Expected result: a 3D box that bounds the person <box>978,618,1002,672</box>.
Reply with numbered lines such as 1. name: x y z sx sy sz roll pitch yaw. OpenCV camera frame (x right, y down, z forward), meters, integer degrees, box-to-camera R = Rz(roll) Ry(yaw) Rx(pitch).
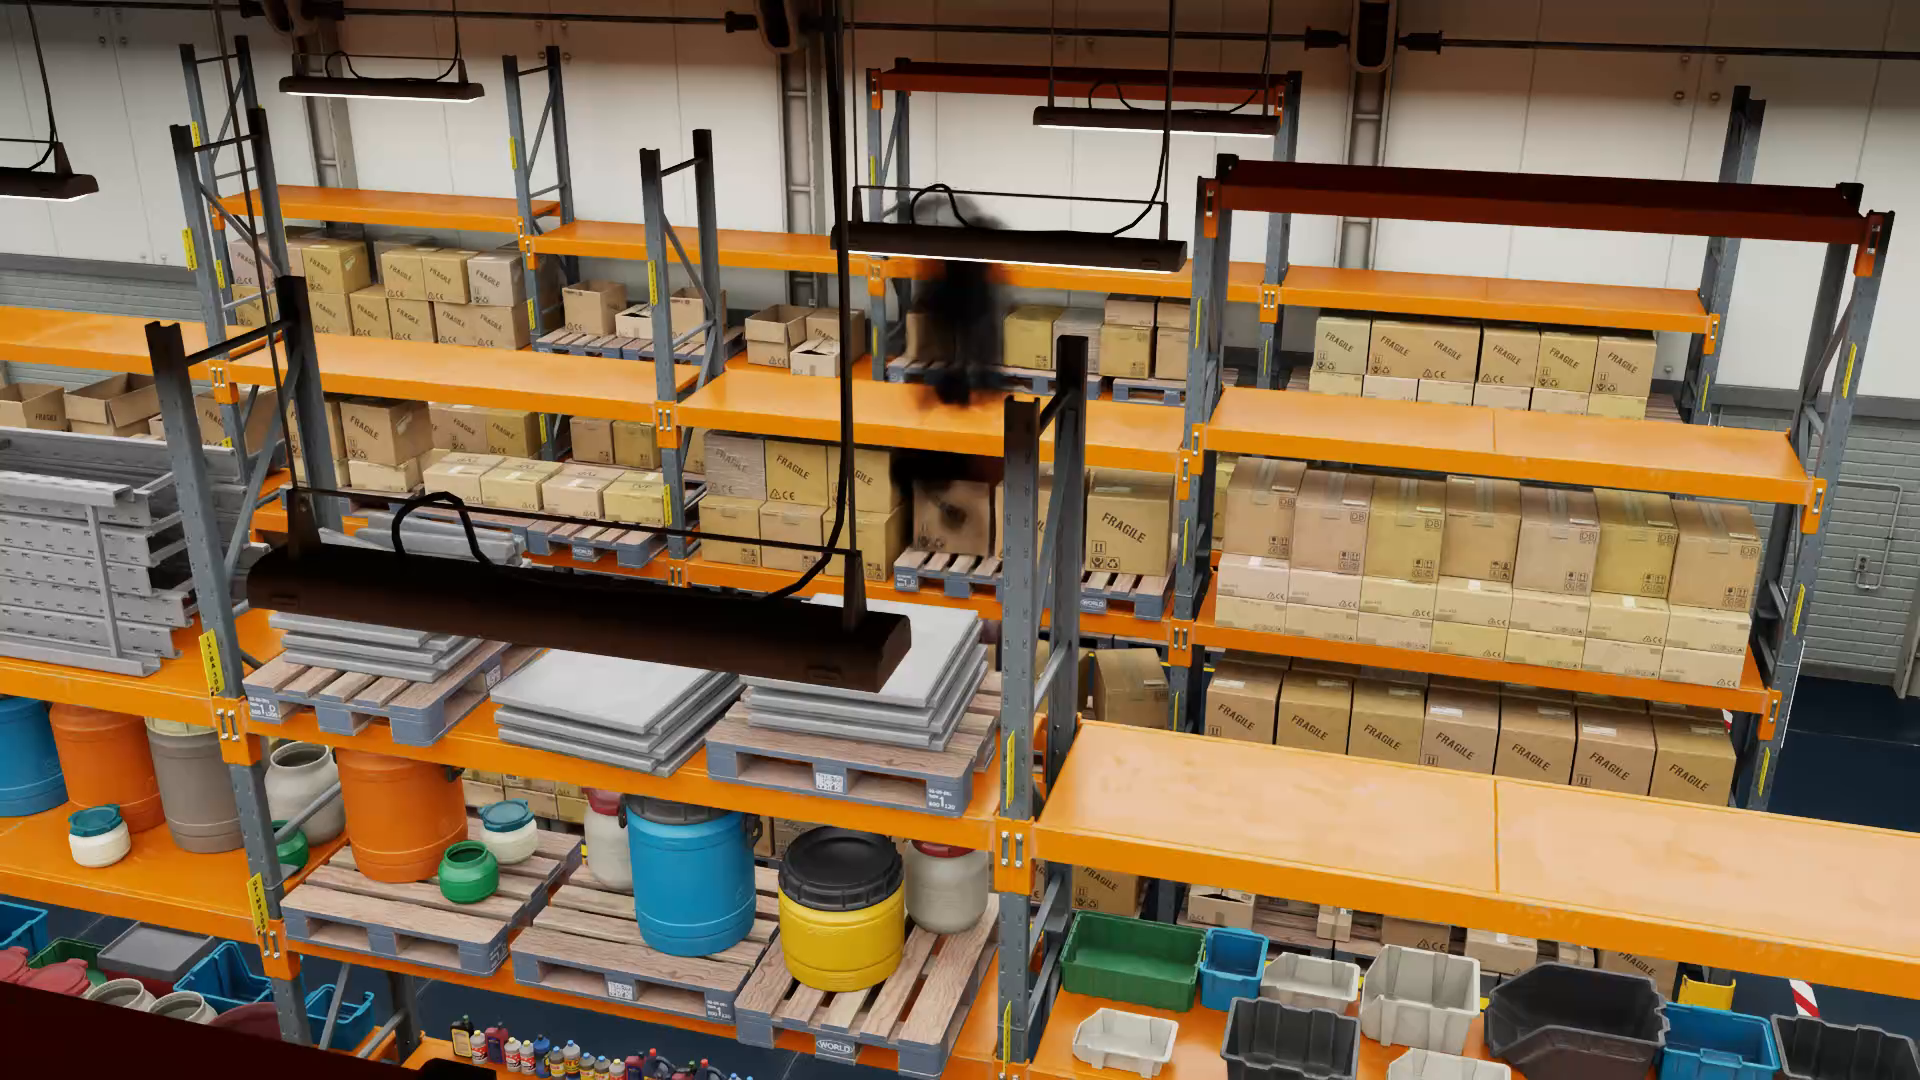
1. person: 0.333 1.258 15.413 0.962 1.784 0.708 5 23 12
